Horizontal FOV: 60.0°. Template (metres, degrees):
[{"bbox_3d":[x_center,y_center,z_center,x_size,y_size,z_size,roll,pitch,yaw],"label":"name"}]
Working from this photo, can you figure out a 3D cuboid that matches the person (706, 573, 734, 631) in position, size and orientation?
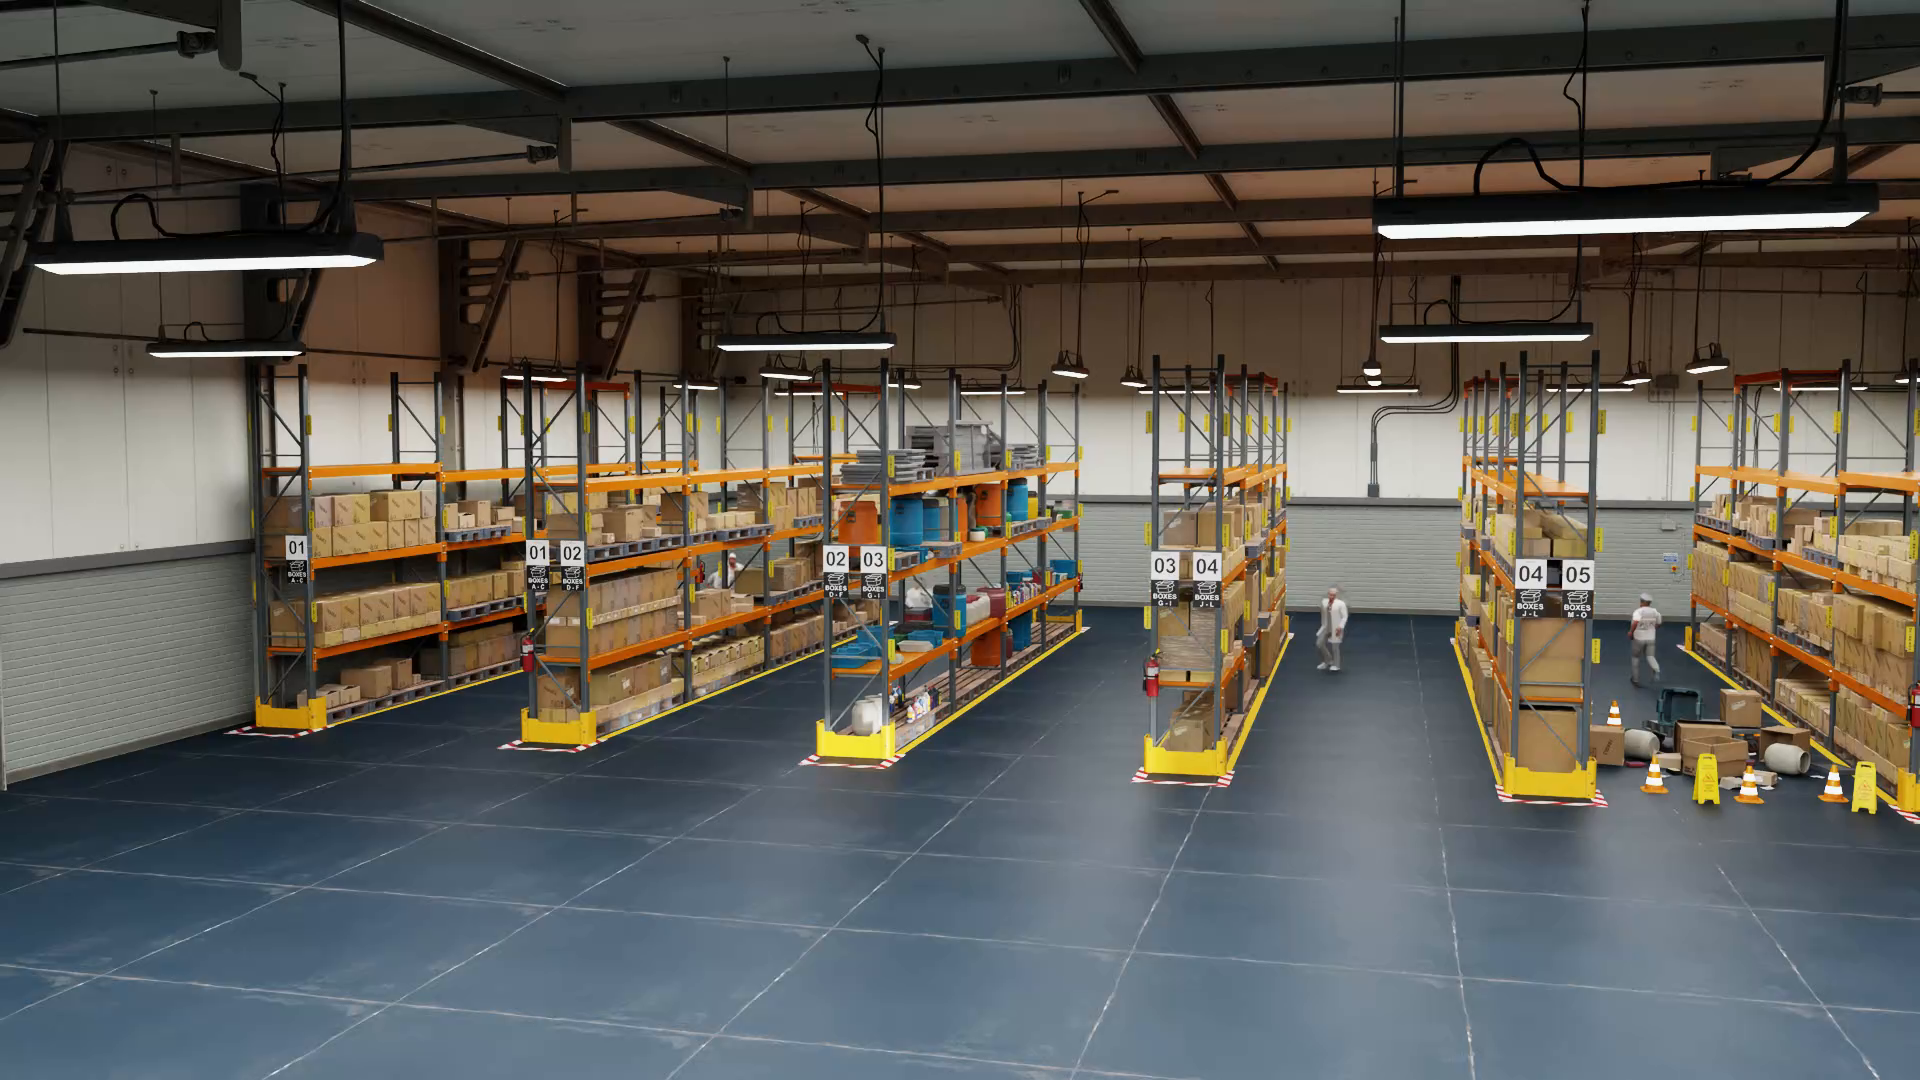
[{"bbox_3d":[-5.706,1.386,39.786,0.742,1.636,0.529,0,4,-2],"label":"person"}]

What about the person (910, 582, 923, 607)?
[{"bbox_3d":[-0.910,1.657,36.606,0.369,1.702,0.688,1,4,18],"label":"person"}]

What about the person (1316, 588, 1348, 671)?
[{"bbox_3d":[7.536,1.810,33.606,0.697,1.721,0.774,3,5,36],"label":"person"}]

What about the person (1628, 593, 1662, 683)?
[{"bbox_3d":[13.208,1.904,32.080,0.659,1.745,0.926,0,4,-1],"label":"person"}]

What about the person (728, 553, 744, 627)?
[{"bbox_3d":[-5.683,1.230,41.693,0.604,1.822,0.734,0,4,1],"label":"person"}]
